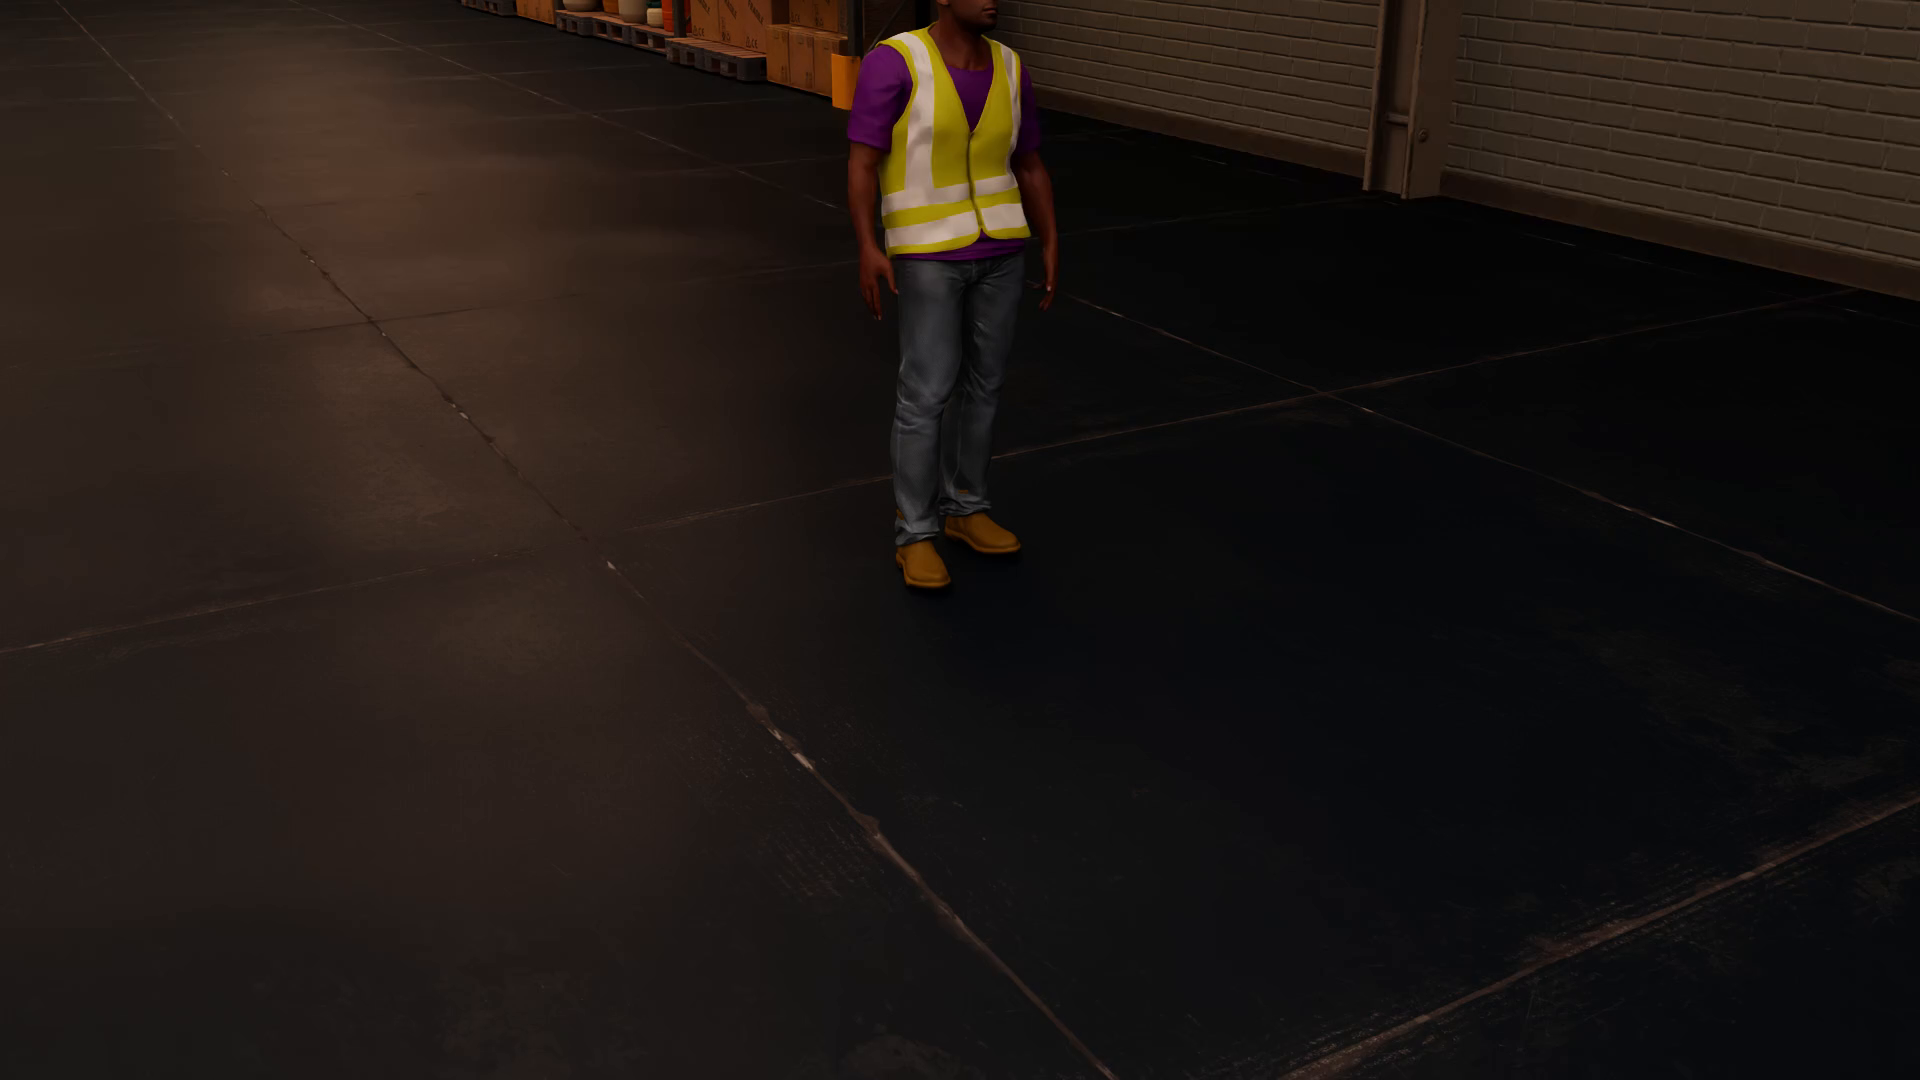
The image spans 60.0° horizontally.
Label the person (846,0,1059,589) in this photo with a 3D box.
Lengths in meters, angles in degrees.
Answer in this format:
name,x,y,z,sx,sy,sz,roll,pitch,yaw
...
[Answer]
name,x,y,z,sx,sy,sz,roll,pitch,yaw
person,0.029,-0.800,4.738,0.665,1.765,0.577,-12,25,-28
